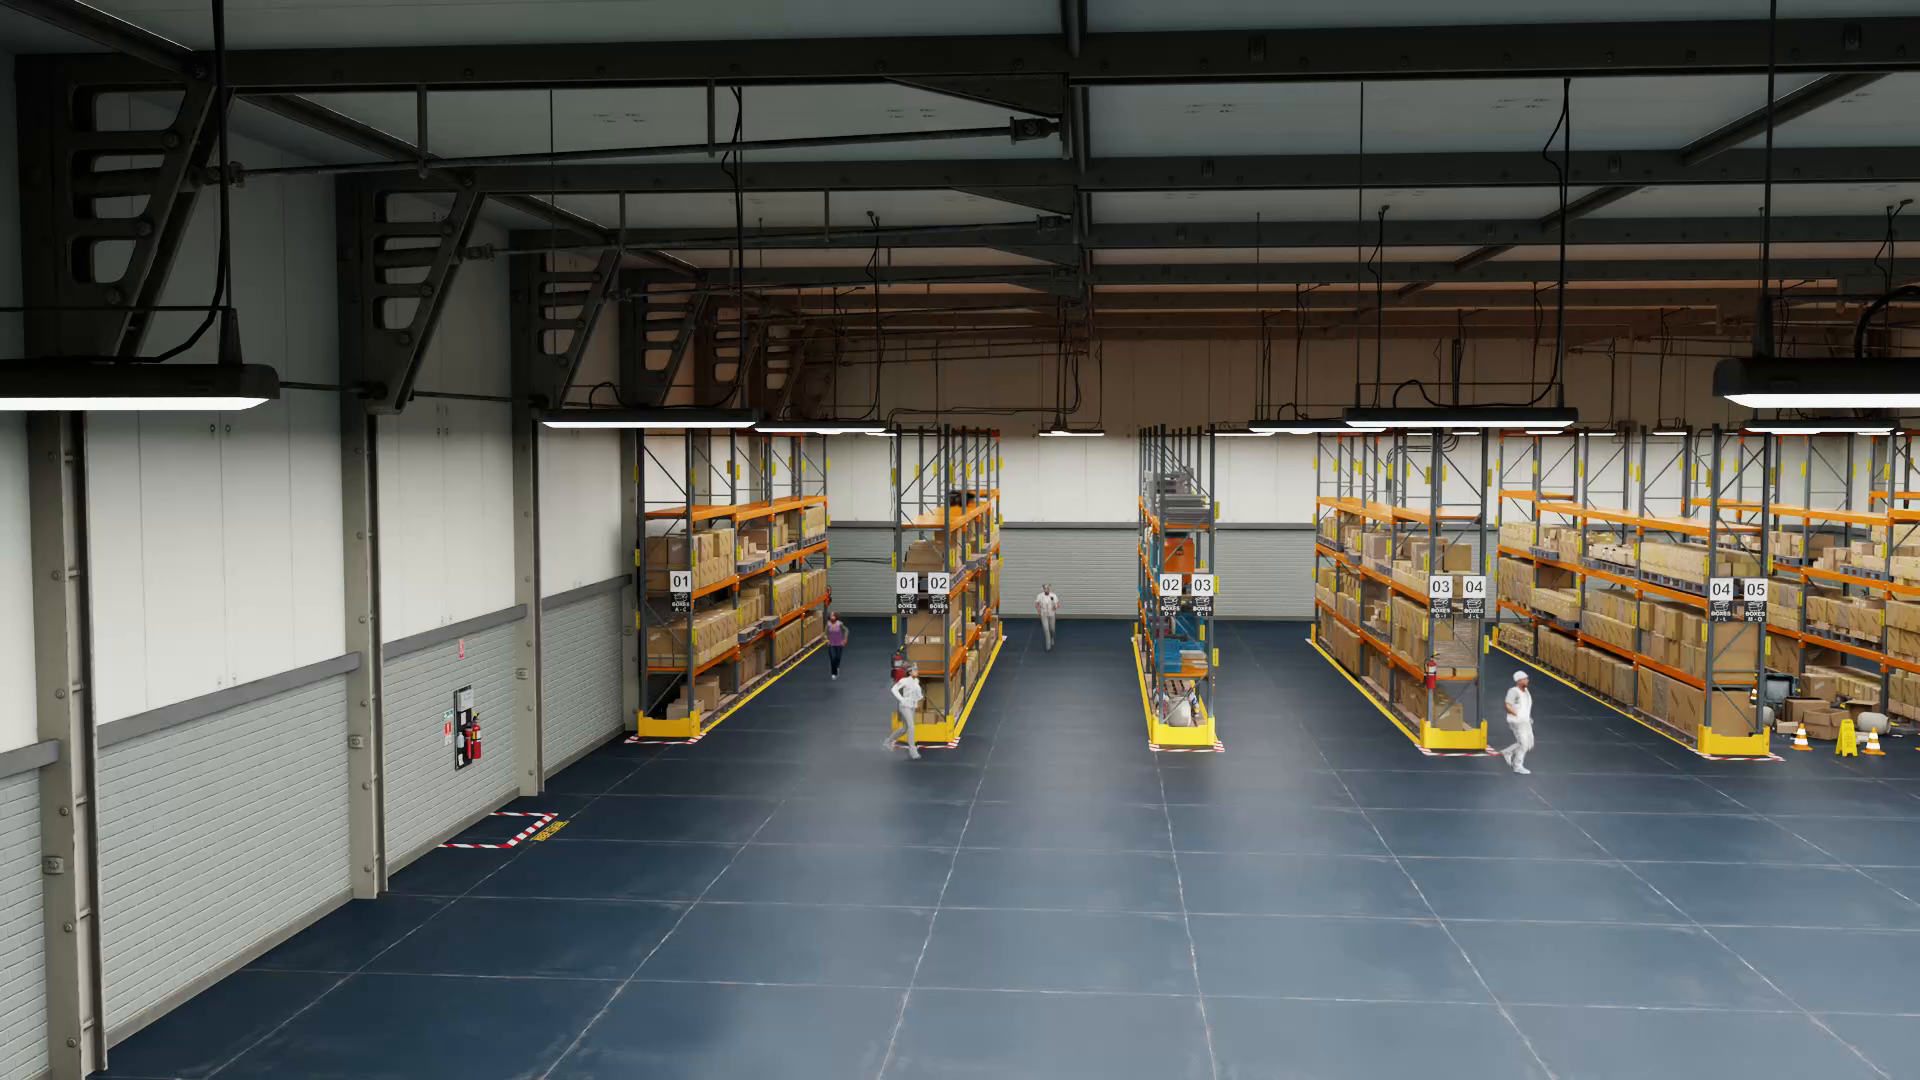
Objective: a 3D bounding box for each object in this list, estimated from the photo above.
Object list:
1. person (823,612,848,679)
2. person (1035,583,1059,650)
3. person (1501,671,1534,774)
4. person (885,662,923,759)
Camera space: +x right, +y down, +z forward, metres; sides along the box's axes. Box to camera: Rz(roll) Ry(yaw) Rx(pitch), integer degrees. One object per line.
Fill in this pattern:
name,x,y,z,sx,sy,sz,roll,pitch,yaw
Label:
person,-2.815,2.387,37.516,0.560,1.547,0.554,0,3,3
person,2.391,2.071,45.594,0.672,1.793,0.844,0,3,-1
person,9.550,3.113,28.541,0.594,1.745,0.705,3,5,42
person,-0.935,3.062,30.163,0.879,1.702,0.639,2,4,35
